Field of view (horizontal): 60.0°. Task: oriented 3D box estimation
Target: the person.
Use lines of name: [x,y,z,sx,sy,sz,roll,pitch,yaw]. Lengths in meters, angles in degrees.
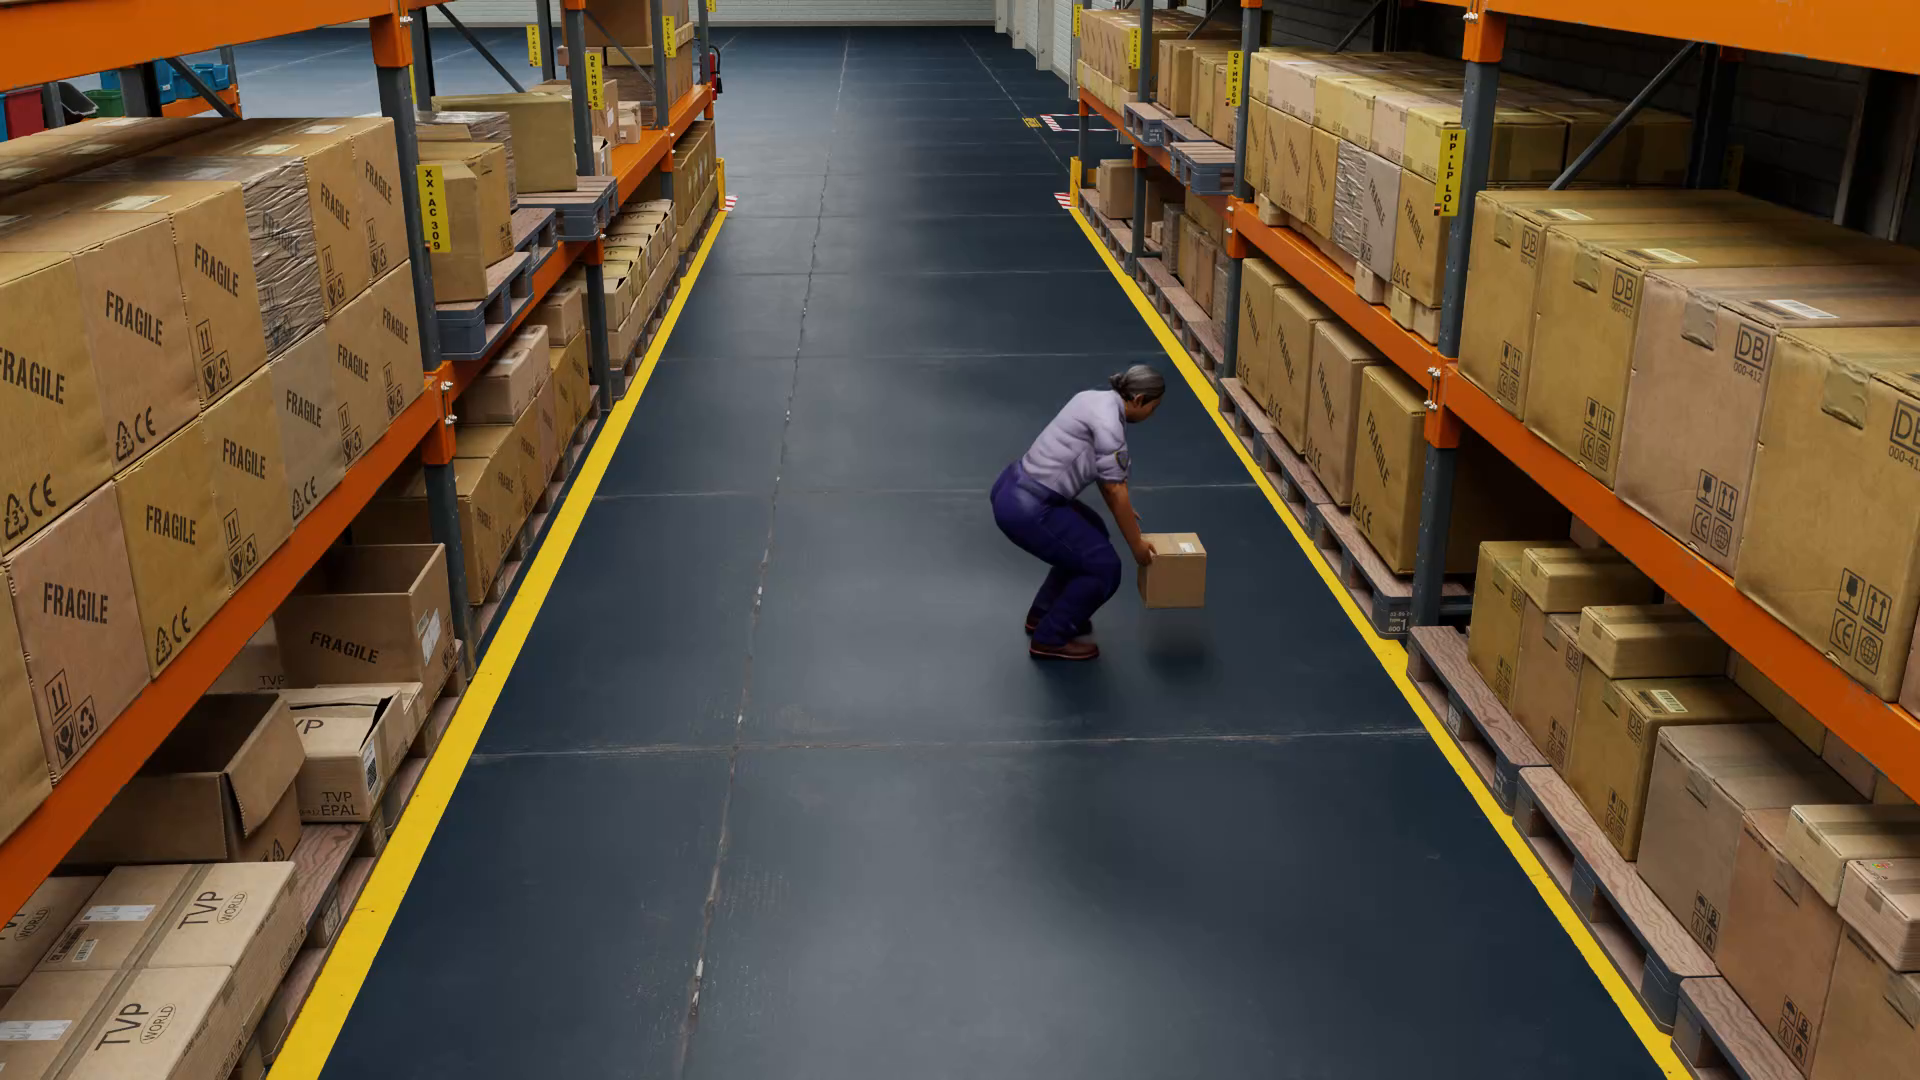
person: [0.492,-0.133,7.078,0.727,1.217,0.540,-1,21,-3]
